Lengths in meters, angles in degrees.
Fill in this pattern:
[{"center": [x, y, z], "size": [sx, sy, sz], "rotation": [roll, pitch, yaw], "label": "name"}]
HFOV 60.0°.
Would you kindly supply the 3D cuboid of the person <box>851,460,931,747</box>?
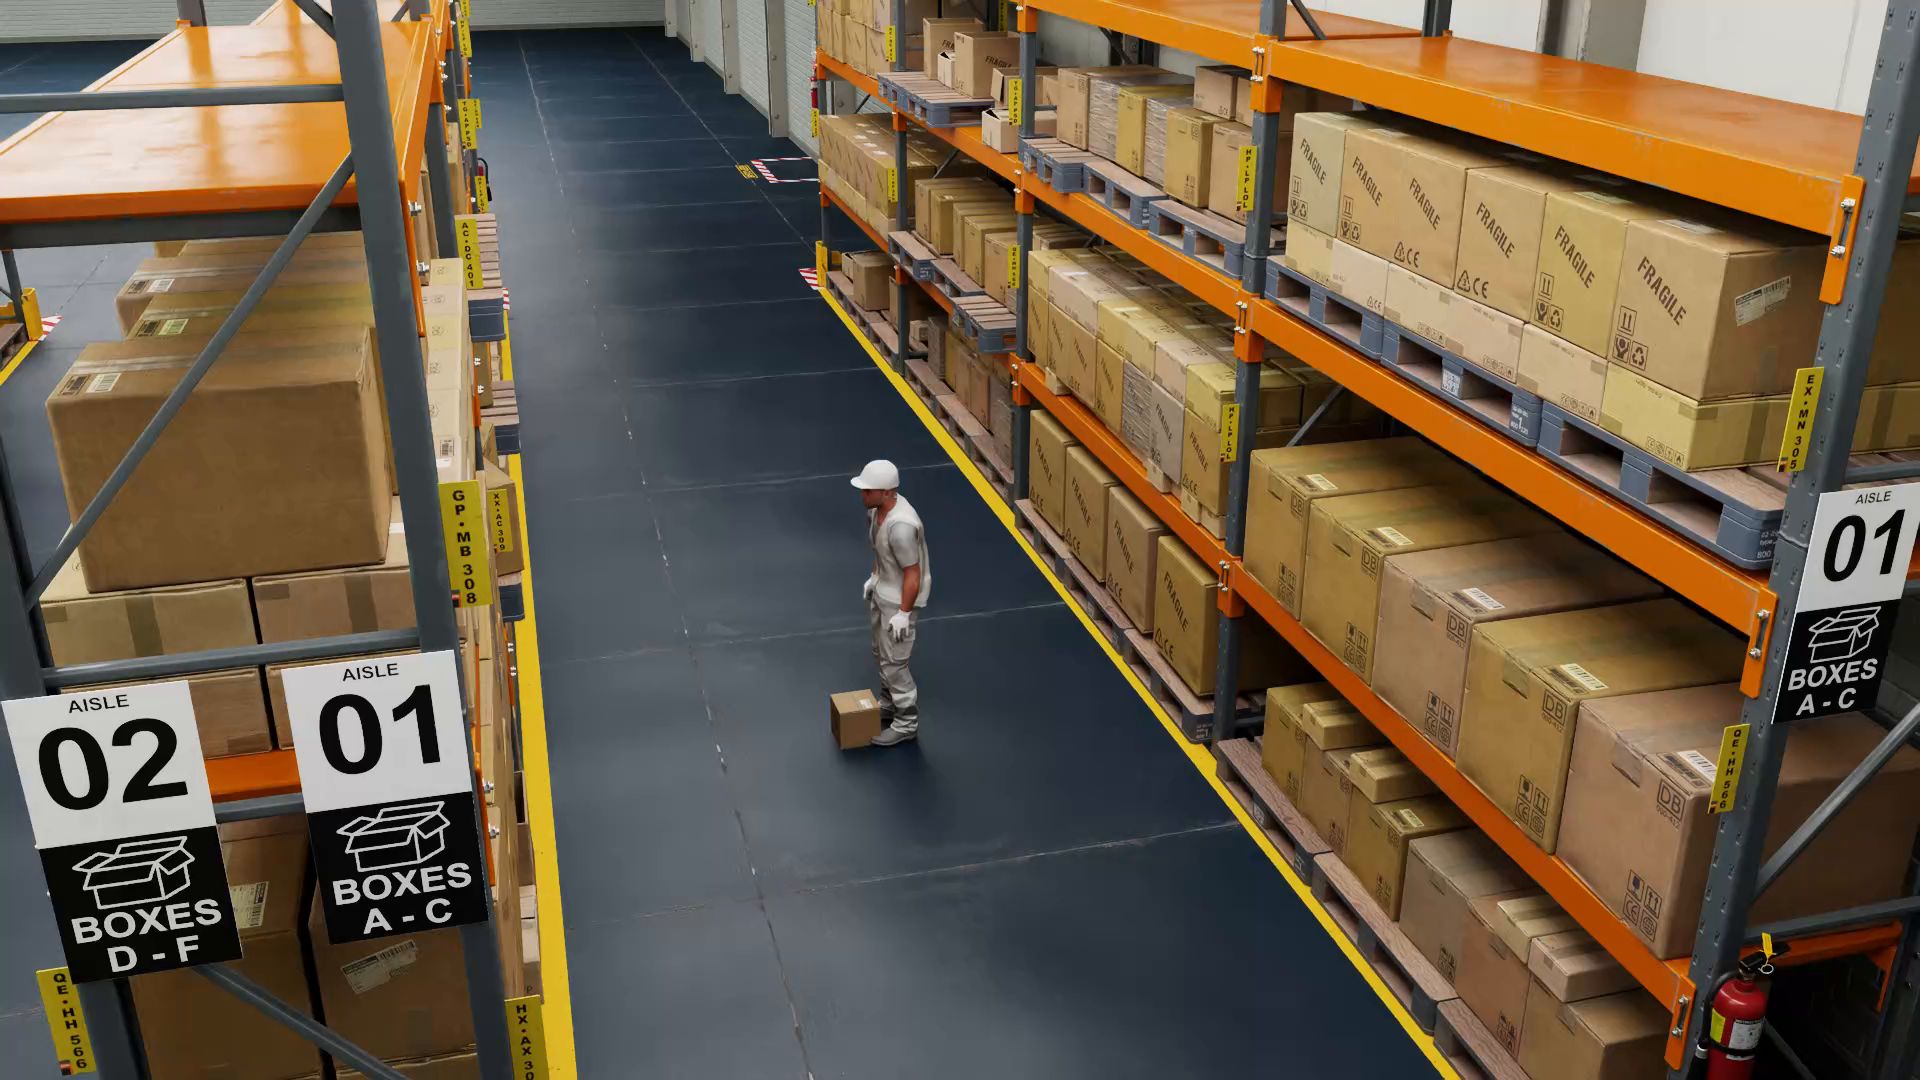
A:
[{"center": [-0.412, 0.356, 9.798], "size": [0.448, 1.780, 0.619], "rotation": [-8, 24, -17], "label": "person"}]
